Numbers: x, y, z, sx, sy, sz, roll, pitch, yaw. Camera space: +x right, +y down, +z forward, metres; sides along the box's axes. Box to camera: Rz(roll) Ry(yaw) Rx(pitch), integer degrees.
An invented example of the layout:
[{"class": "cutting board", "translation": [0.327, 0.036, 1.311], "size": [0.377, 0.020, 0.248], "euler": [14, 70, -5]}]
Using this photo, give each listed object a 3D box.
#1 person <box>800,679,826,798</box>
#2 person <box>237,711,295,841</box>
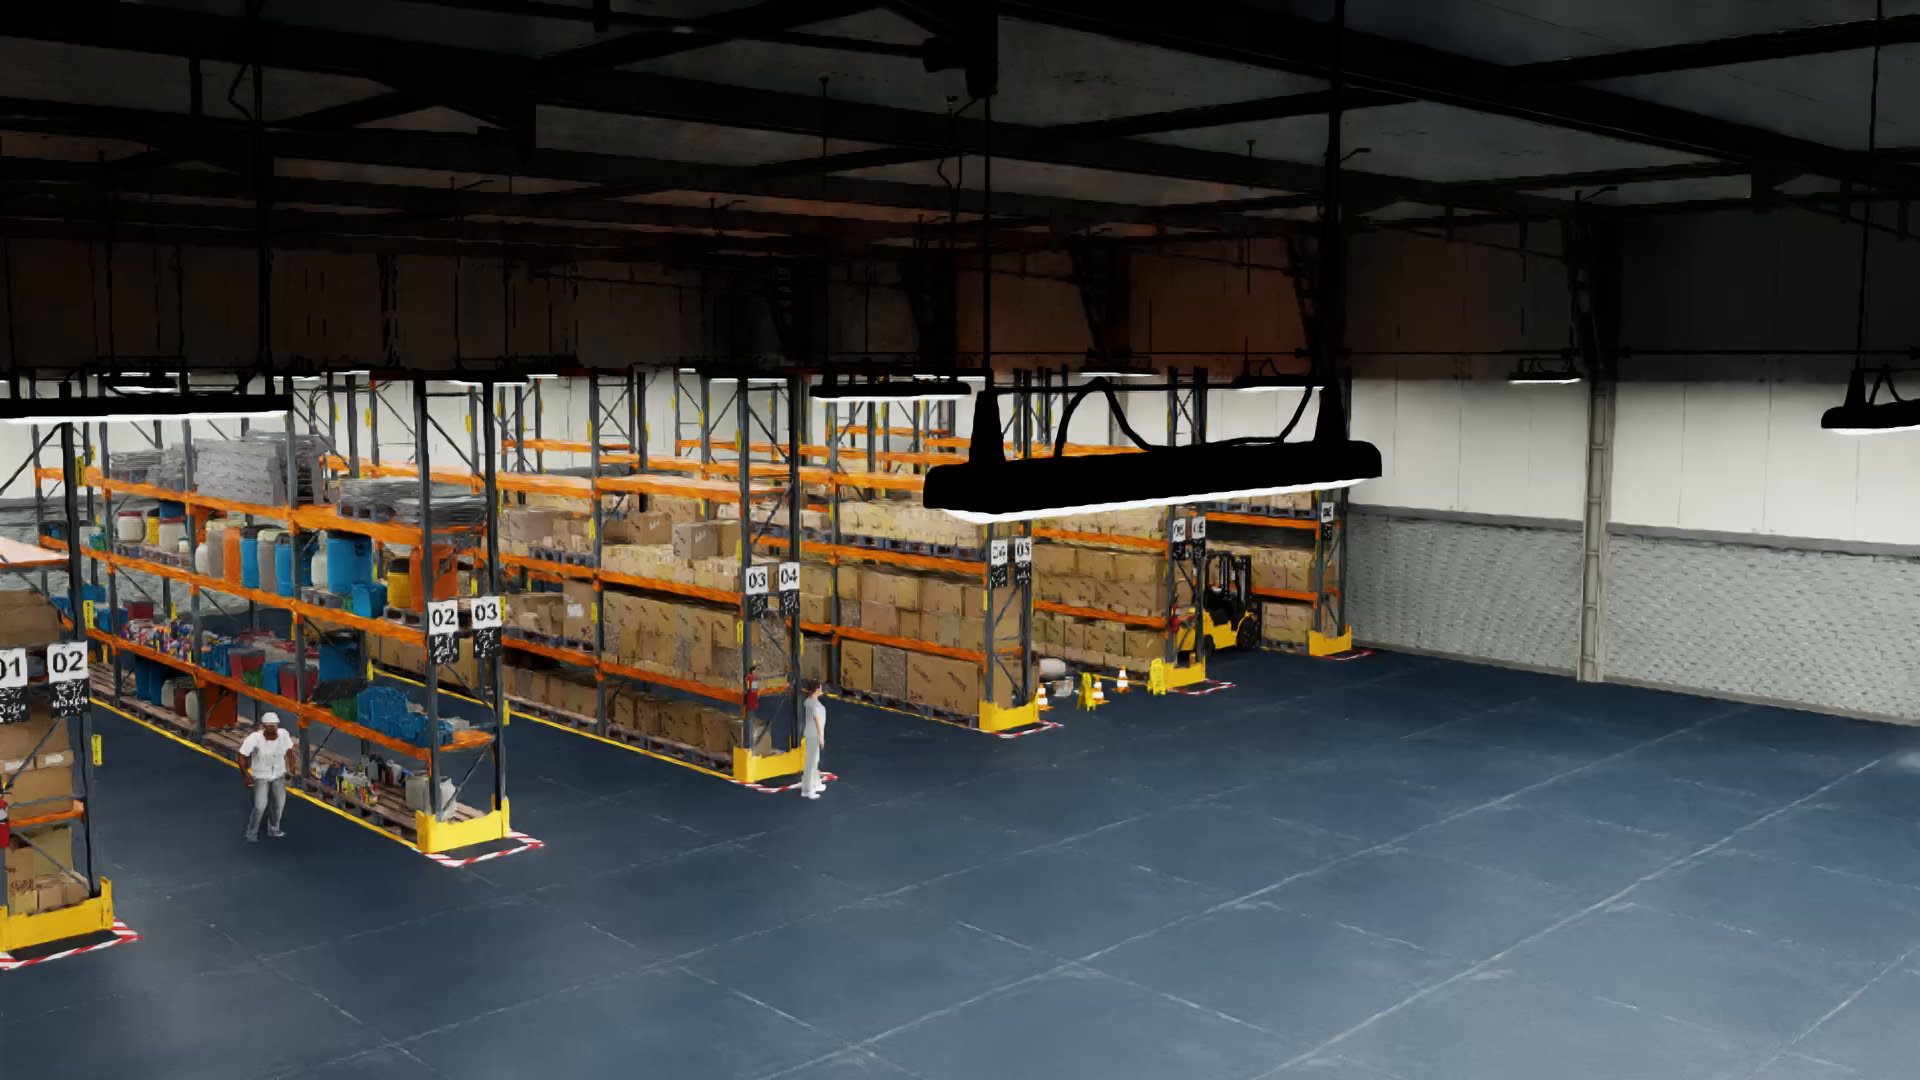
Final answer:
[{"class": "person", "translation": [-2.080, 2.816, 23.769], "size": [0.466, 1.674, 0.570], "euler": [-2, 7, -19]}, {"class": "person", "translation": [-8.983, 3.056, 21.591], "size": [0.578, 1.714, 0.718], "euler": [6, 9, 43]}]
